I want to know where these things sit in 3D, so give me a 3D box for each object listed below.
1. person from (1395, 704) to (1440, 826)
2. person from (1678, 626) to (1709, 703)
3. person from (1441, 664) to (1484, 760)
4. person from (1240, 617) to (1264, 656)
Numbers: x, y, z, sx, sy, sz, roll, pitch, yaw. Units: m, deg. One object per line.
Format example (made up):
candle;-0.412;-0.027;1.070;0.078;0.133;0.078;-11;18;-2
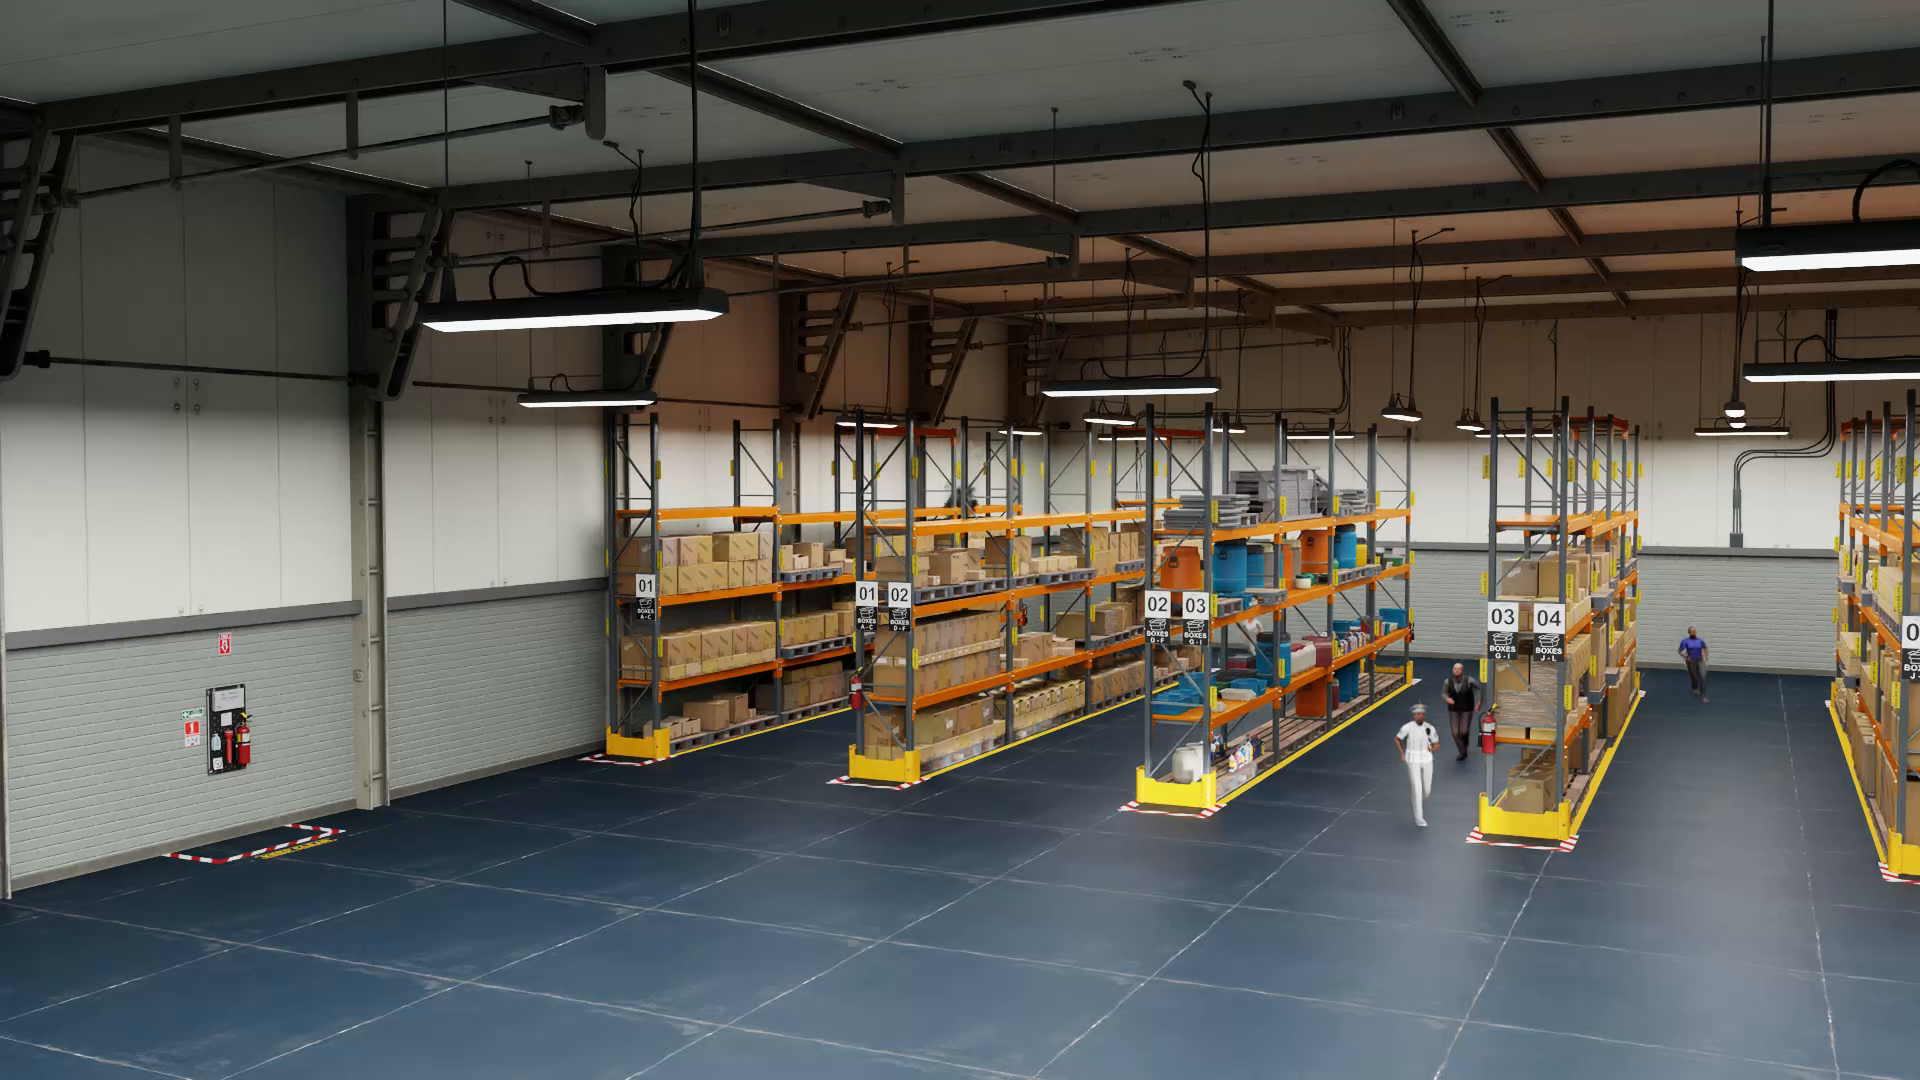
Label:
person;6.503;3.151;23.588;0.586;1.674;0.892;0;2;1
person;15.961;2.692;36.189;0.635;1.634;0.775;0;2;10
person;8.647;2.968;28.701;0.698;1.673;0.650;1;3;26
person;7.127;2.507;40.439;0.628;1.605;0.838;0;2;7
